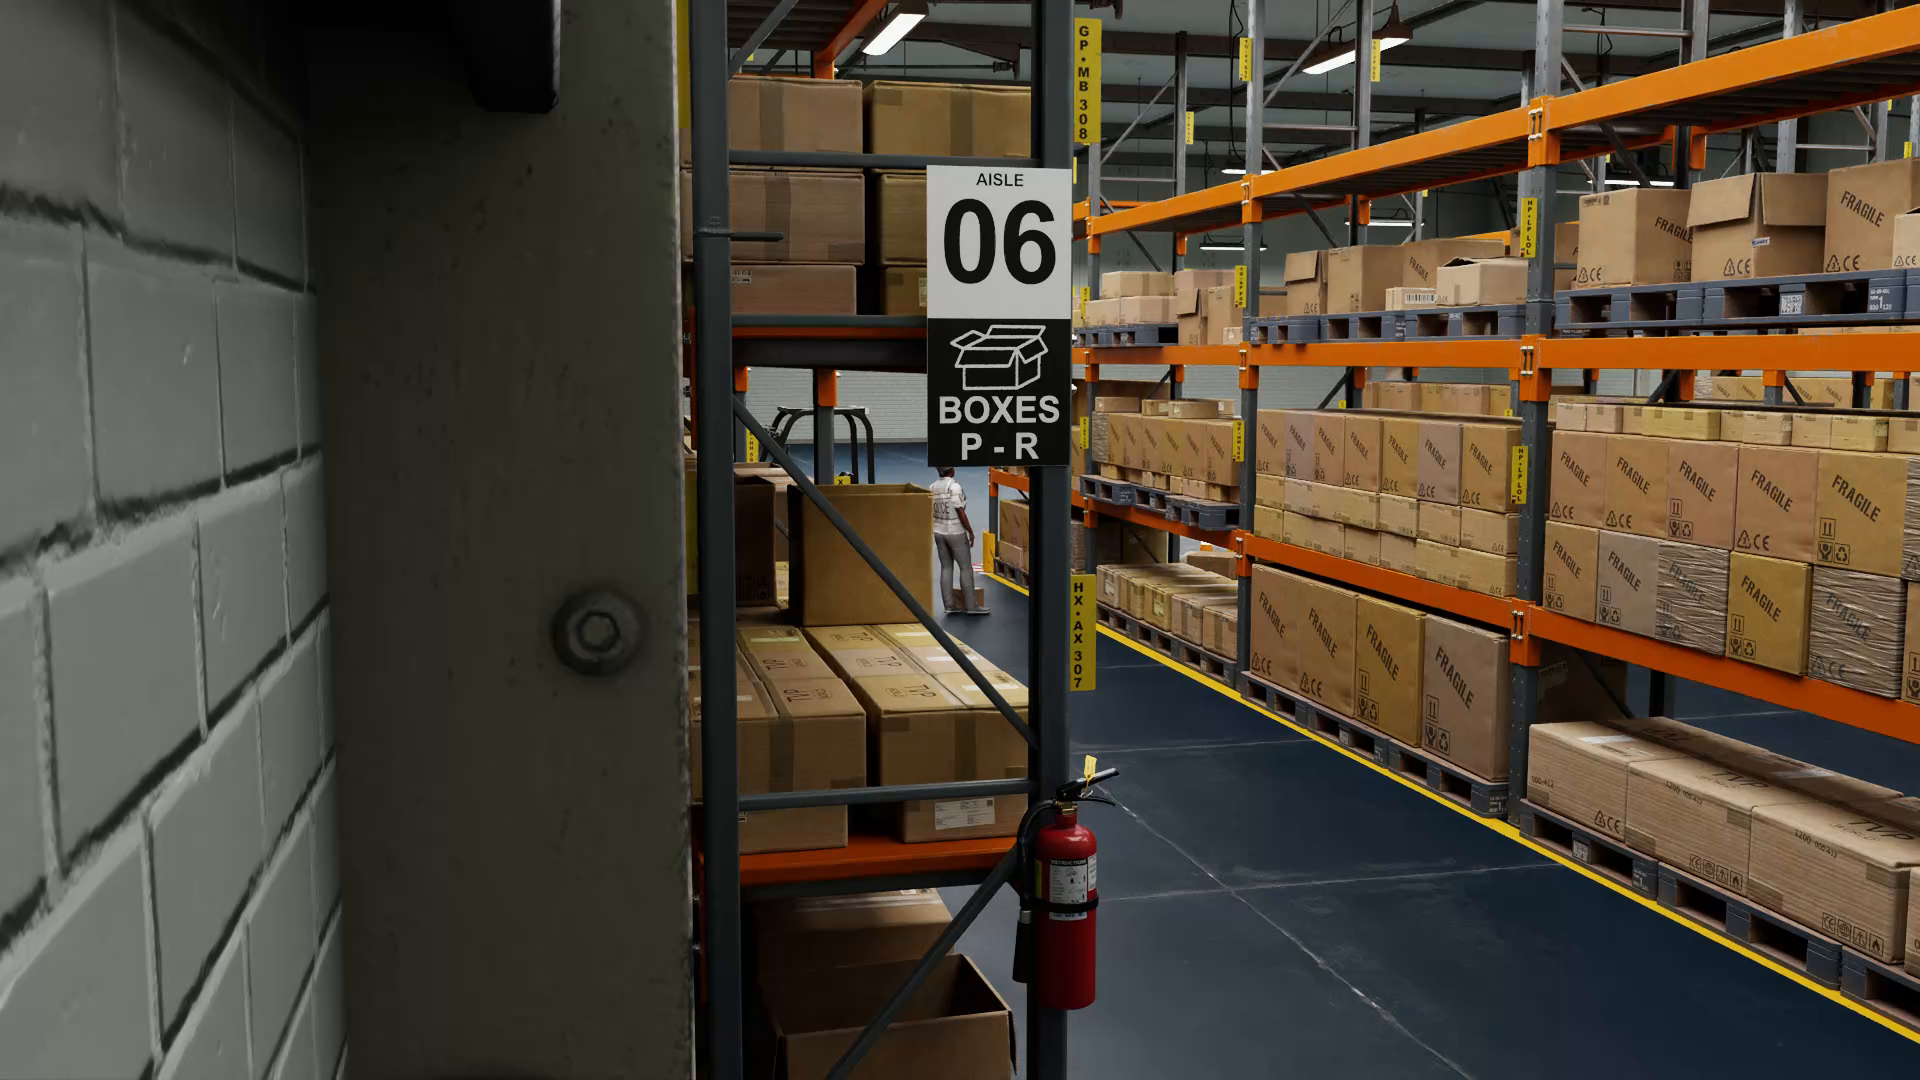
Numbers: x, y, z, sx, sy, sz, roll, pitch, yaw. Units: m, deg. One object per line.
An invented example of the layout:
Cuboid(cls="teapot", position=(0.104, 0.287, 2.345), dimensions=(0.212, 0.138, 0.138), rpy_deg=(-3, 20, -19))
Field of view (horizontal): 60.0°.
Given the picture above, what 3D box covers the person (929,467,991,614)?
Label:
Cuboid(cls="person", position=(-0.036, -0.066, 17.555), dimensions=(0.569, 1.695, 0.530), rpy_deg=(6, 9, 44))
